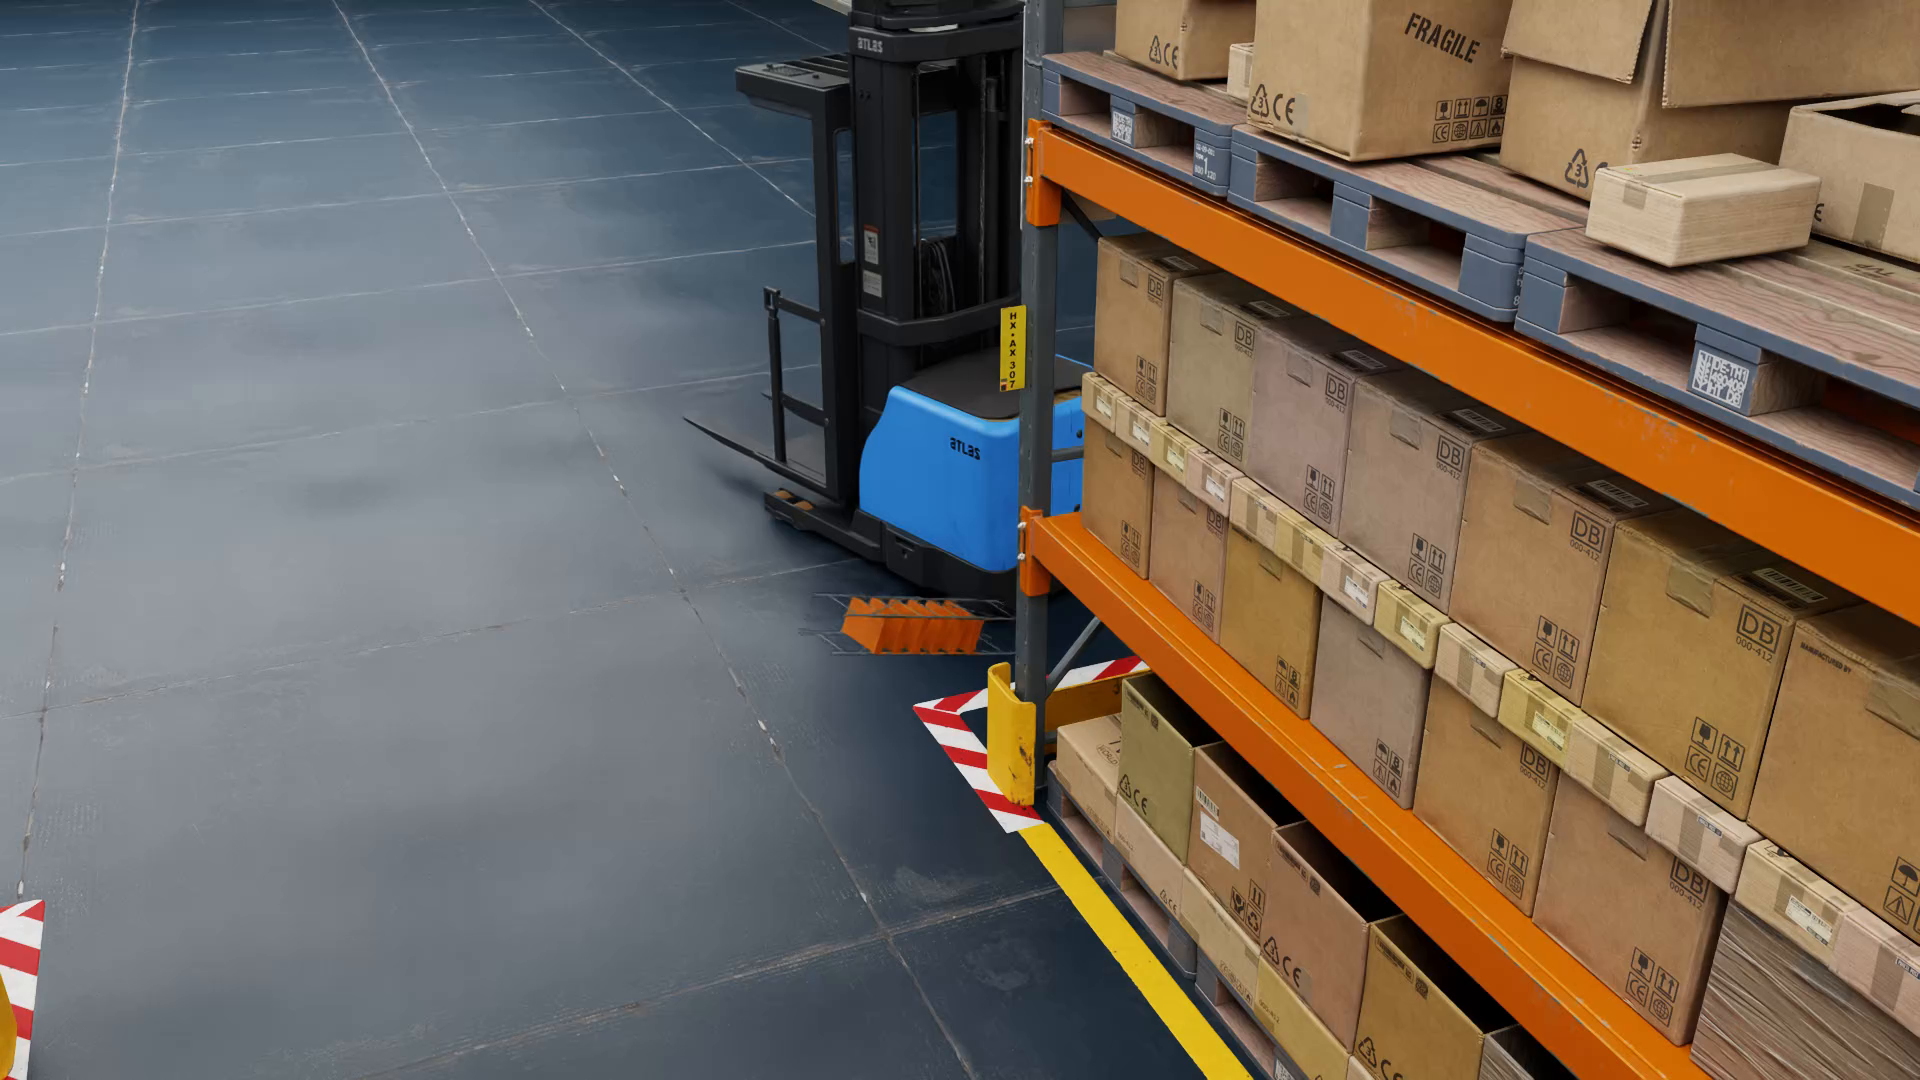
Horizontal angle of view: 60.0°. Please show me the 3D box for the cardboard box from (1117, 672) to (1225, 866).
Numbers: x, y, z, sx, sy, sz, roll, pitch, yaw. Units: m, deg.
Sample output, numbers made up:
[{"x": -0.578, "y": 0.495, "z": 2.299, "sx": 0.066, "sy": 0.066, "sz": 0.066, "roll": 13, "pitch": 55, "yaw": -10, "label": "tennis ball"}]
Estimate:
[{"x": 0.914, "y": 0.782, "z": 6.029, "sx": 0.500, "sy": 0.500, "sz": 0.500, "roll": -11, "pitch": 28, "yaw": -21, "label": "cardboard box"}]

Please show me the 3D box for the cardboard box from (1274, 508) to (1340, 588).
[{"x": 1.173, "y": -0.005, "z": 4.989, "sx": 0.380, "sy": 0.149, "sz": 0.250, "roll": -11, "pitch": 28, "yaw": -21, "label": "cardboard box"}]

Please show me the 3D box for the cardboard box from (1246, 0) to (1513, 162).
[{"x": 1.110, "y": -1.311, "z": 4.345, "sx": 0.500, "sy": 0.500, "sz": 0.500, "roll": -11, "pitch": 28, "yaw": -21, "label": "cardboard box"}]

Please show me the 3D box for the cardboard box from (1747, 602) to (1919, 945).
[{"x": 2.098, "y": 0.425, "z": 3.368, "sx": 0.700, "sy": 0.500, "sz": 0.500, "roll": -10, "pitch": 28, "yaw": -20, "label": "cardboard box"}]

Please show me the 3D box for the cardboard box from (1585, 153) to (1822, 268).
[{"x": 1.554, "y": -0.696, "z": 3.485, "sx": 0.380, "sy": 0.149, "sz": 0.250, "roll": -11, "pitch": 28, "yaw": -21, "label": "cardboard box"}]

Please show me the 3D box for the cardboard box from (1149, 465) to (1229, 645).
[{"x": 1.093, "y": -0.027, "z": 5.772, "sx": 0.700, "sy": 0.500, "sz": 0.500, "roll": -10, "pitch": 28, "yaw": -19, "label": "cardboard box"}]

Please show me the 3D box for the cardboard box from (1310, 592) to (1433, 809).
[{"x": 1.491, "y": 0.386, "z": 4.926, "sx": 0.700, "sy": 0.500, "sz": 0.500, "roll": -10, "pitch": 28, "yaw": -19, "label": "cardboard box"}]

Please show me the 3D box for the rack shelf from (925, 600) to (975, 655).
[{"x": -0.071, "y": 0.405, "z": 7.834, "sx": 0.103, "sy": 0.180, "sz": 0.258, "roll": 4, "pitch": 19, "yaw": -46, "label": "rack shelf"}]

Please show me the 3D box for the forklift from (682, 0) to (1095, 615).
[{"x": -0.463, "y": -1.502, "z": 8.985, "sx": 1.130, "sy": 2.935, "sz": 3.031, "roll": -22, "pitch": 33, "yaw": -37, "label": "forklift"}]

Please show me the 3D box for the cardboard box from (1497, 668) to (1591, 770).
[{"x": 1.577, "y": 0.411, "z": 4.137, "sx": 0.380, "sy": 0.149, "sz": 0.250, "roll": -11, "pitch": 28, "yaw": -21, "label": "cardboard box"}]

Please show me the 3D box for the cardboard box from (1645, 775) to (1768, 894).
[{"x": 1.774, "y": 0.616, "z": 3.716, "sx": 0.380, "sy": 0.149, "sz": 0.250, "roll": -11, "pitch": 28, "yaw": -22, "label": "cardboard box"}]

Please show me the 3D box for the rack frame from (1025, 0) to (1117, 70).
[{"x": 0.711, "y": -3.080, "z": 5.301, "sx": 1.000, "sy": 3.000, "sz": 0.127, "roll": -11, "pitch": 28, "yaw": -21, "label": "rack frame"}]

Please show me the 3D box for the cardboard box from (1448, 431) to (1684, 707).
[{"x": 1.704, "y": 0.019, "z": 4.200, "sx": 0.700, "sy": 0.500, "sz": 0.500, "roll": -11, "pitch": 28, "yaw": -21, "label": "cardboard box"}]

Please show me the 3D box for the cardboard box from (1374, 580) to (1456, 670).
[{"x": 1.372, "y": 0.202, "z": 4.564, "sx": 0.380, "sy": 0.149, "sz": 0.250, "roll": -10, "pitch": 28, "yaw": -19, "label": "cardboard box"}]

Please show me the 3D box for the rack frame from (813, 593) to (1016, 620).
[{"x": -0.157, "y": 0.312, "z": 7.694, "sx": 1.200, "sy": 0.006, "sz": 0.240, "roll": 4, "pitch": 19, "yaw": -46, "label": "rack frame"}]

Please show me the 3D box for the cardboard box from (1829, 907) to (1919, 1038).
[{"x": 1.974, "y": 0.822, "z": 3.295, "sx": 0.380, "sy": 0.149, "sz": 0.250, "roll": -11, "pitch": 28, "yaw": -21, "label": "cardboard box"}]

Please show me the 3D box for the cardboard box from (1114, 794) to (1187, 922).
[{"x": 0.916, "y": 1.119, "z": 6.195, "sx": 0.500, "sy": 0.250, "sz": 0.500, "roll": -11, "pitch": 28, "yaw": -21, "label": "cardboard box"}]

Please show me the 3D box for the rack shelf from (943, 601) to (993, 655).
[{"x": 0.012, "y": 0.411, "z": 7.920, "sx": 0.103, "sy": 0.180, "sz": 0.258, "roll": 4, "pitch": 19, "yaw": -46, "label": "rack shelf"}]

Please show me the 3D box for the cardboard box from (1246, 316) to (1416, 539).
[{"x": 1.312, "y": -0.385, "z": 5.027, "sx": 0.700, "sy": 0.500, "sz": 0.500, "roll": -10, "pitch": 28, "yaw": -20, "label": "cardboard box"}]

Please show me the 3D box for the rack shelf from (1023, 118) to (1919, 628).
[{"x": 1.495, "y": -0.601, "z": 4.463, "sx": 1.077, "sy": 0.370, "sz": 4.000, "roll": -11, "pitch": 28, "yaw": -21, "label": "rack shelf"}]

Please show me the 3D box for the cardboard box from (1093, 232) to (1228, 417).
[{"x": 0.903, "y": -0.800, "z": 5.876, "sx": 0.700, "sy": 0.500, "sz": 0.500, "roll": -10, "pitch": 28, "yaw": -20, "label": "cardboard box"}]

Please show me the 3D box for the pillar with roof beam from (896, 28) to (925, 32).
[{"x": -4.672, "y": -10.325, "z": 20.141, "sx": 9.100, "sy": 9.000, "sz": 0.400, "roll": -11, "pitch": 28, "yaw": -21, "label": "pillar with roof beam"}]

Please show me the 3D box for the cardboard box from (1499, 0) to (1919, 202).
[{"x": 1.749, "y": -1.101, "z": 3.912, "sx": 0.797, "sy": 0.503, "sz": 0.637, "roll": -7, "pitch": 27, "yaw": -15, "label": "cardboard box"}]

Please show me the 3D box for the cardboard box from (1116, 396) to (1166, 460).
[{"x": 0.773, "y": -0.419, "z": 5.835, "sx": 0.380, "sy": 0.149, "sz": 0.250, "roll": -11, "pitch": 28, "yaw": -22, "label": "cardboard box"}]

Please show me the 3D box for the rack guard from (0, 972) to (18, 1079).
[{"x": -3.775, "y": 1.612, "z": 5.379, "sx": 1.175, "sy": 0.500, "sz": 0.348, "roll": -11, "pitch": 28, "yaw": -21, "label": "rack guard"}]

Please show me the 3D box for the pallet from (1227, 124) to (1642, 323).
[{"x": 1.446, "y": -0.909, "z": 4.375, "sx": 1.003, "sy": 0.211, "sz": 1.213, "roll": -11, "pitch": 28, "yaw": -21, "label": "pallet"}]

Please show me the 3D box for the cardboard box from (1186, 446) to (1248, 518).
[{"x": 0.966, "y": -0.216, "z": 5.419, "sx": 0.380, "sy": 0.149, "sz": 0.250, "roll": -11, "pitch": 28, "yaw": -21, "label": "cardboard box"}]

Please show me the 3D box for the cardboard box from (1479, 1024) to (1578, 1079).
[{"x": 1.710, "y": 1.587, "z": 4.381, "sx": 0.500, "sy": 0.500, "sz": 0.500, "roll": -11, "pitch": 28, "yaw": -21, "label": "cardboard box"}]

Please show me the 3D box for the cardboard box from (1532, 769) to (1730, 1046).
[{"x": 1.886, "y": 0.796, "z": 4.086, "sx": 0.700, "sy": 0.500, "sz": 0.500, "roll": -11, "pitch": 28, "yaw": -21, "label": "cardboard box"}]

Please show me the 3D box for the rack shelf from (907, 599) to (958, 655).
[{"x": -0.154, "y": 0.399, "z": 7.747, "sx": 0.103, "sy": 0.180, "sz": 0.258, "roll": 4, "pitch": 19, "yaw": -46, "label": "rack shelf"}]

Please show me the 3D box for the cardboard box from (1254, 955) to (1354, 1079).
[{"x": 1.303, "y": 1.524, "z": 5.366, "sx": 0.500, "sy": 0.250, "sz": 0.500, "roll": -11, "pitch": 28, "yaw": -21, "label": "cardboard box"}]

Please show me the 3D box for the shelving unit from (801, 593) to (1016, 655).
[{"x": -0.185, "y": 0.397, "z": 7.715, "sx": 1.200, "sy": 0.189, "sz": 0.258, "roll": 4, "pitch": 19, "yaw": -46, "label": "shelving unit"}]

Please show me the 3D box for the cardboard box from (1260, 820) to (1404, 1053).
[{"x": 1.302, "y": 1.187, "z": 5.201, "sx": 0.500, "sy": 0.500, "sz": 0.500, "roll": -11, "pitch": 28, "yaw": -21, "label": "cardboard box"}]

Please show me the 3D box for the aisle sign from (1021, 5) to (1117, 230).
[{"x": 0.404, "y": -1.526, "z": 5.993, "sx": 0.394, "sy": 0.787, "sz": 0.004, "roll": -11, "pitch": 28, "yaw": -21, "label": "aisle sign"}]

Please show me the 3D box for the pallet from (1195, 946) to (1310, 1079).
[{"x": 1.523, "y": 1.662, "z": 5.604, "sx": 1.003, "sy": 0.211, "sz": 1.213, "roll": -11, "pitch": 28, "yaw": -21, "label": "pallet"}]
